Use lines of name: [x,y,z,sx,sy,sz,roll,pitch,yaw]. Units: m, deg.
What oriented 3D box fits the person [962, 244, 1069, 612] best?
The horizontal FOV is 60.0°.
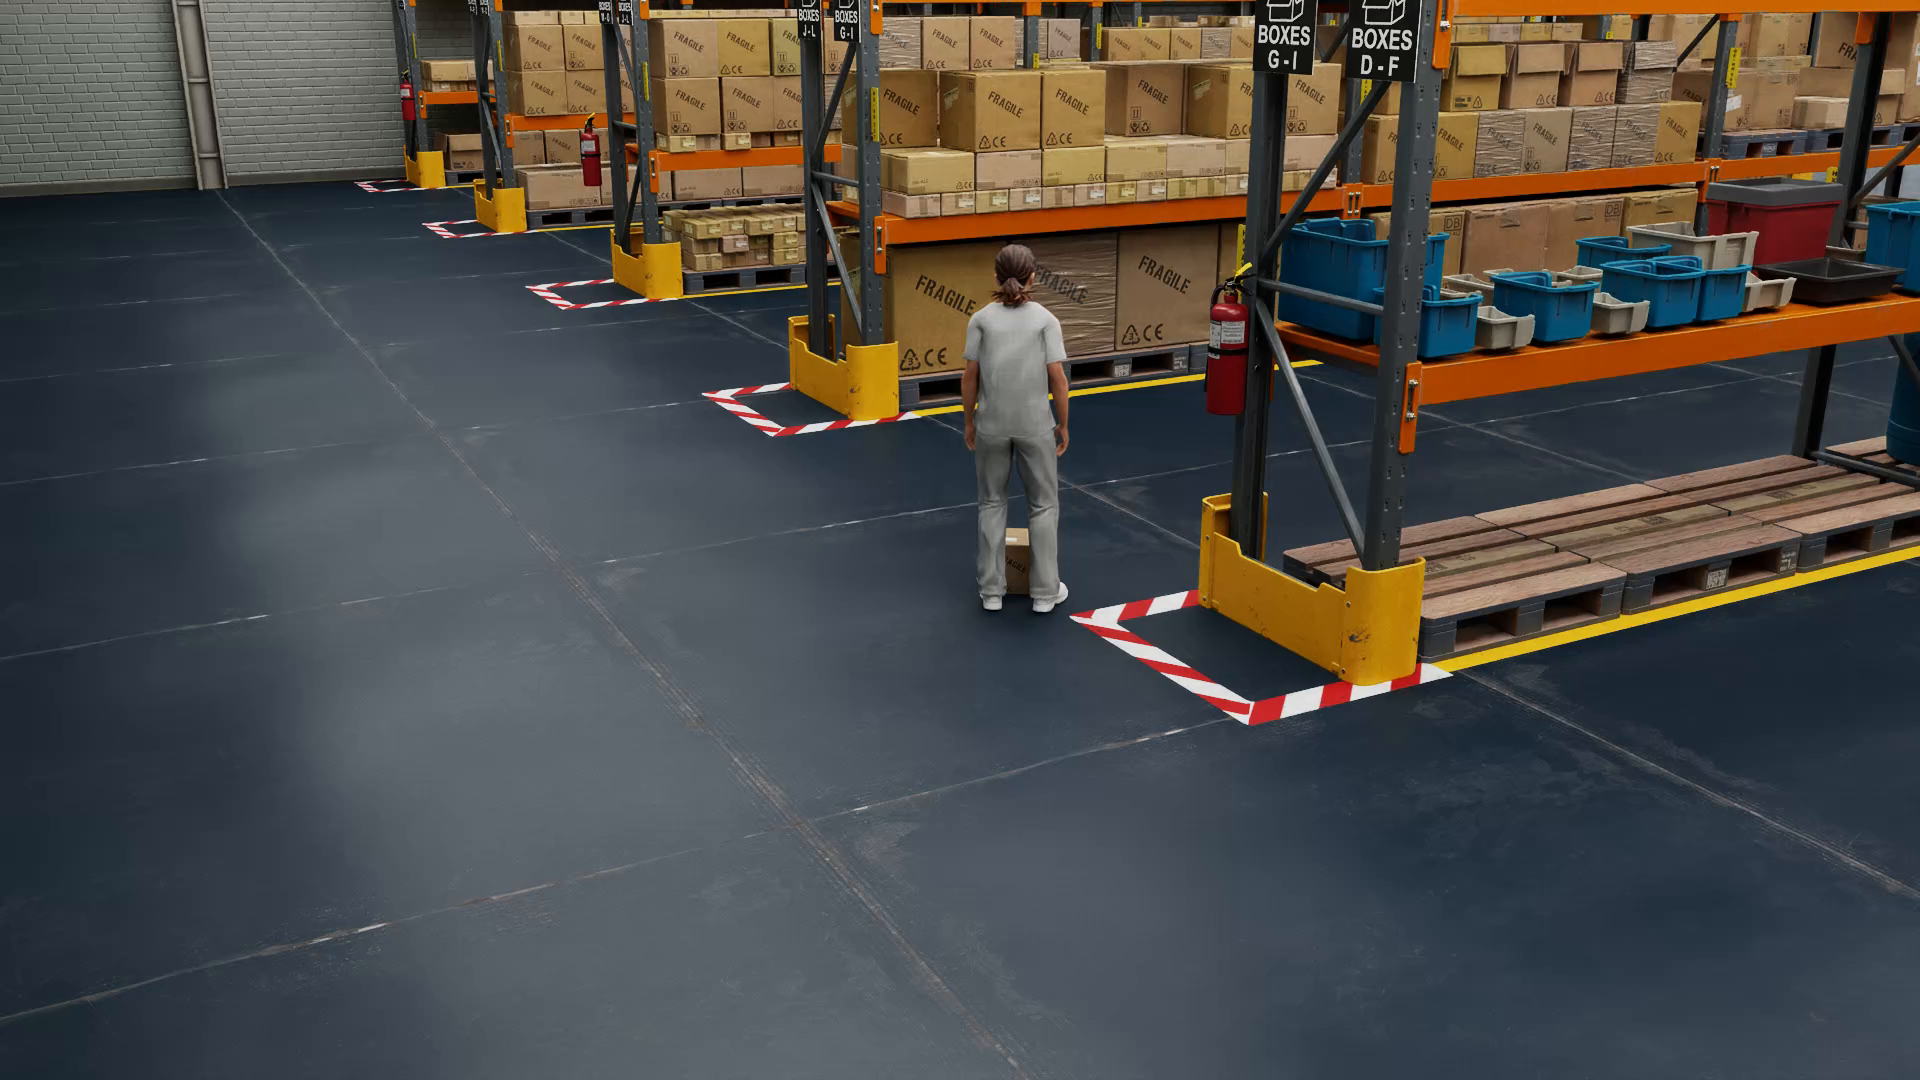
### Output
person: [0.251,-0.495,7.537,0.485,1.672,0.360,3,19,9]
